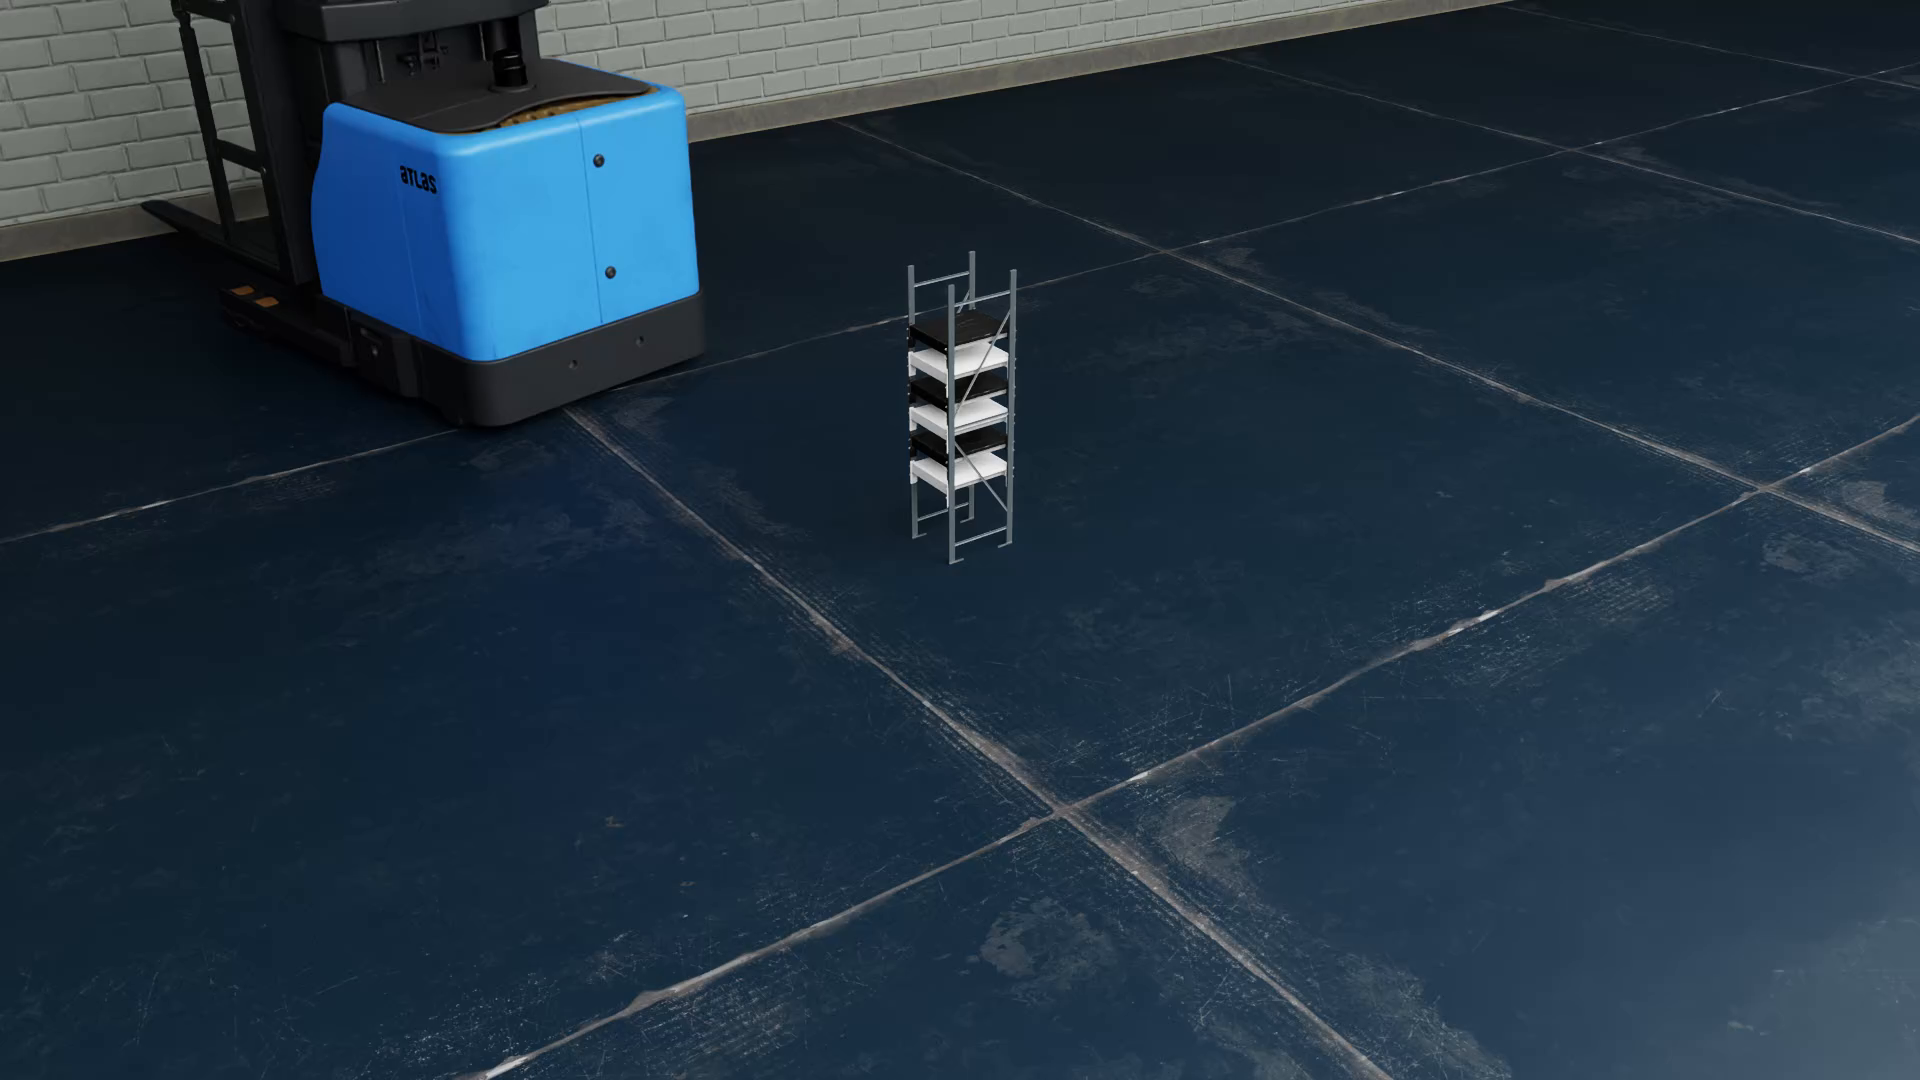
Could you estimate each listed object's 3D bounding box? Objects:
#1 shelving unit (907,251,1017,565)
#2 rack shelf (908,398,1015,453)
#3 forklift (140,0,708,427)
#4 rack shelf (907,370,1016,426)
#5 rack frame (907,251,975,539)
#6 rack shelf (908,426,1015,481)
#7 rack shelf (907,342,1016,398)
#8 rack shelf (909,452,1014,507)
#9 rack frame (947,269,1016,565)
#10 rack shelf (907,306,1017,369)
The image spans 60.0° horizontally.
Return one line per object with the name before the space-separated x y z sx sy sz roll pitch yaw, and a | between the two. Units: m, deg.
shelving unit | 0.005 -0.392 5.029 0.258 0.900 0.210 -19 34 -31
rack shelf | 0.005 -0.363 5.045 0.258 0.077 0.200 -19 34 -31
forklift | -2.413 -2.271 6.360 3.031 2.935 1.130 23 36 36
rack shelf | 0.005 -0.442 5.002 0.258 0.077 0.200 -19 34 -31
rack frame | -0.054 -0.432 5.102 0.240 0.900 0.006 -19 34 -31
rack shelf | 0.005 -0.284 5.088 0.258 0.077 0.200 -19 34 -31
rack shelf | 0.005 -0.521 4.959 0.258 0.077 0.200 -19 34 -31
rack shelf | 0.005 -0.205 5.131 0.258 0.077 0.200 -19 34 -31
rack frame | 0.064 -0.353 4.957 0.240 0.900 0.006 -19 34 -31
rack shelf | 0.005 -0.600 4.916 0.258 0.077 0.200 -19 34 -31
